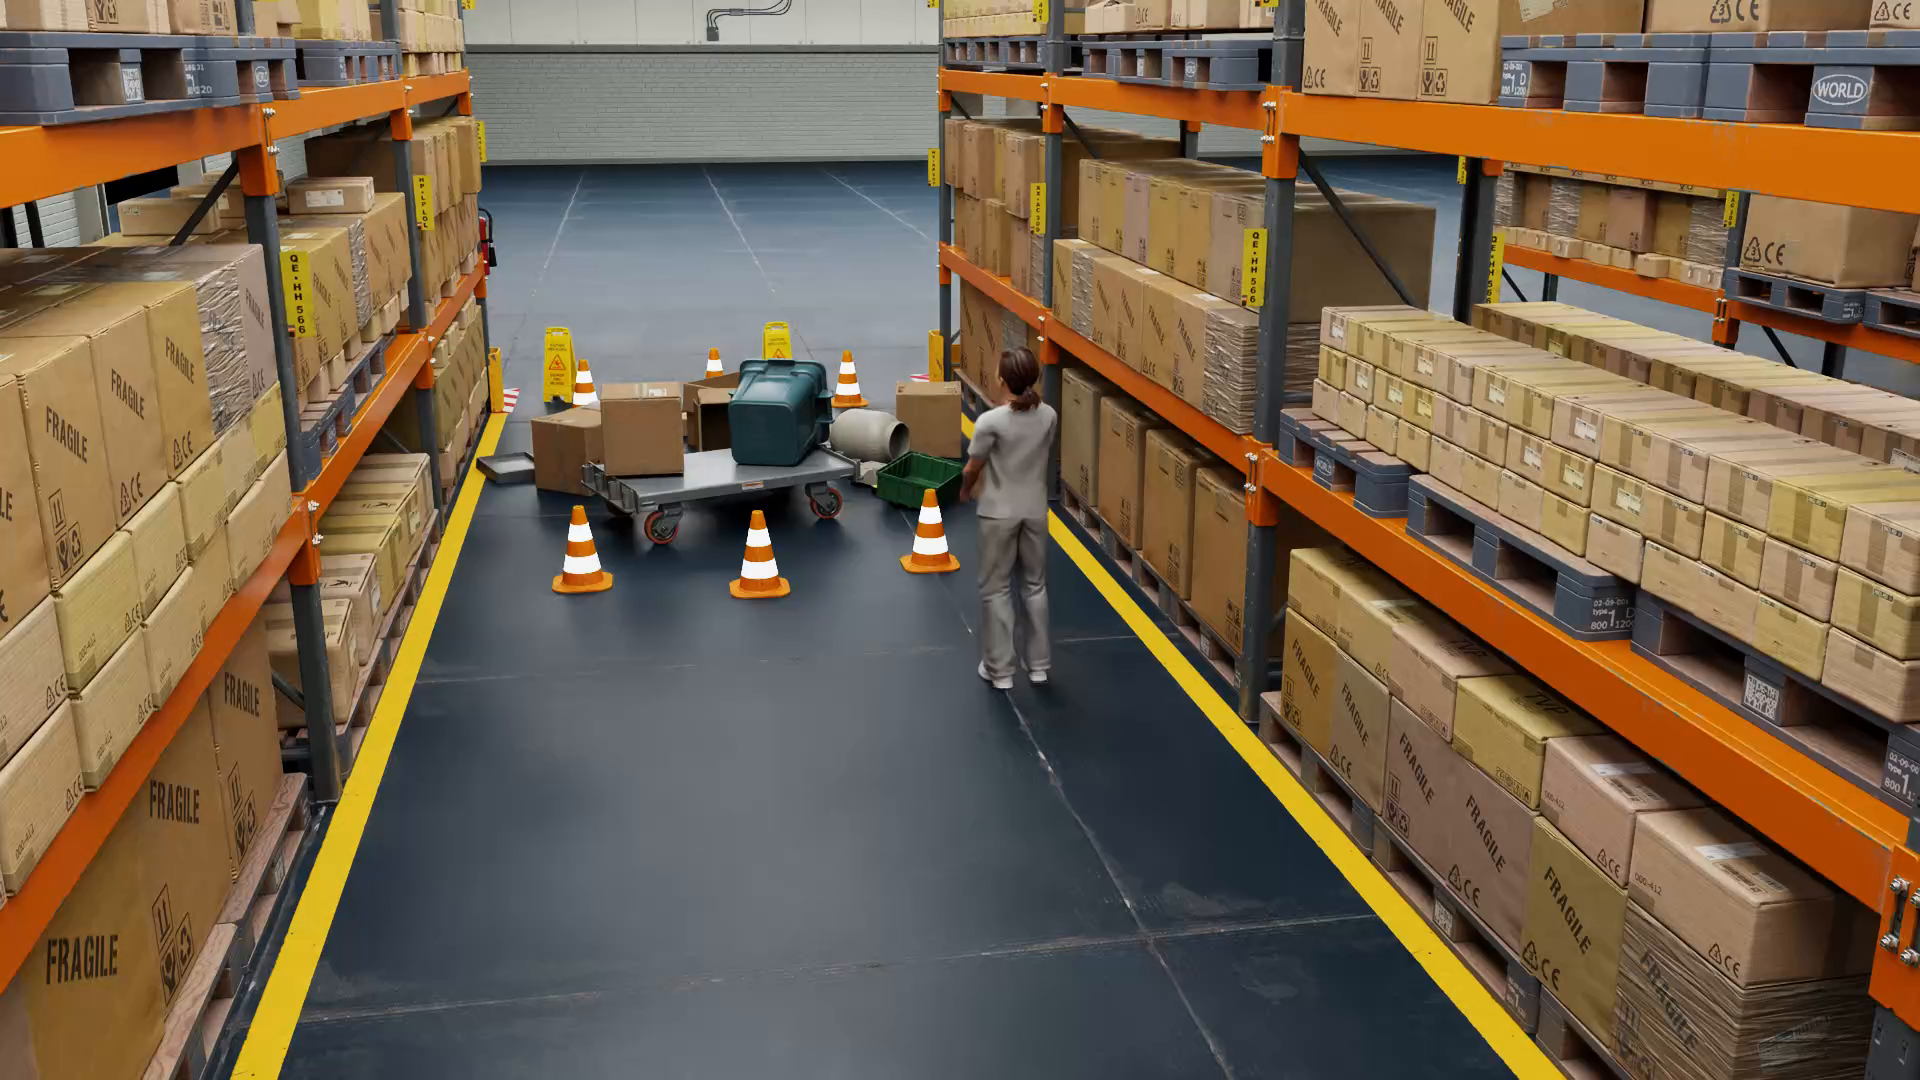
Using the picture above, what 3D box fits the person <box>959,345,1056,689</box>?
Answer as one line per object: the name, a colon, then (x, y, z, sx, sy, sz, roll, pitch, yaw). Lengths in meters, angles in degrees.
person: (0.228, -0.114, 7.921, 0.479, 1.676, 0.534, -8, 18, -24)
